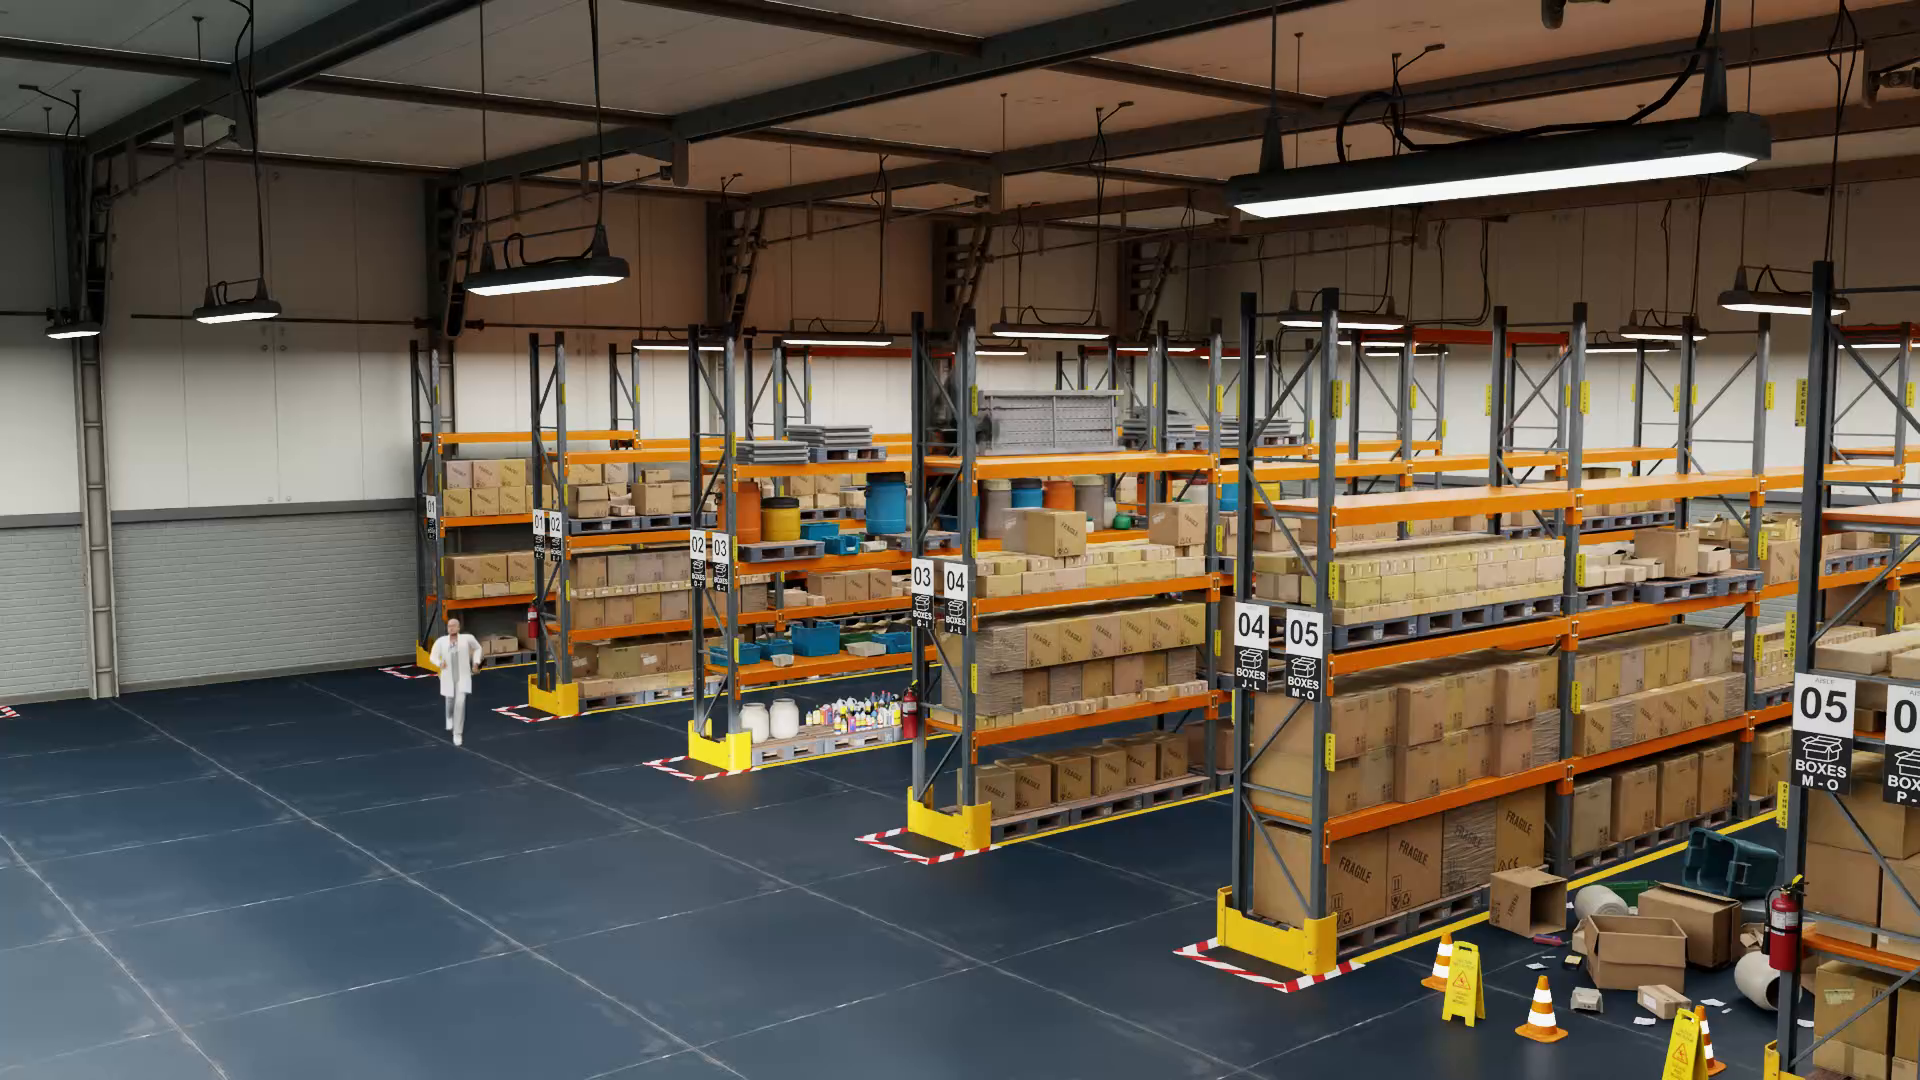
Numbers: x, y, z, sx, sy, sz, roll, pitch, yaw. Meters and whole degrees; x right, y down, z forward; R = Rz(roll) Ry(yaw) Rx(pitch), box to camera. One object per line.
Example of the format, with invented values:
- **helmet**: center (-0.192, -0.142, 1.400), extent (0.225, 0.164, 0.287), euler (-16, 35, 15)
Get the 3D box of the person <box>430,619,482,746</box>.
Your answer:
- **person**: center (-7.369, 2.032, 24.332), extent (0.718, 1.793, 1.044), euler (-1, 5, -10)
